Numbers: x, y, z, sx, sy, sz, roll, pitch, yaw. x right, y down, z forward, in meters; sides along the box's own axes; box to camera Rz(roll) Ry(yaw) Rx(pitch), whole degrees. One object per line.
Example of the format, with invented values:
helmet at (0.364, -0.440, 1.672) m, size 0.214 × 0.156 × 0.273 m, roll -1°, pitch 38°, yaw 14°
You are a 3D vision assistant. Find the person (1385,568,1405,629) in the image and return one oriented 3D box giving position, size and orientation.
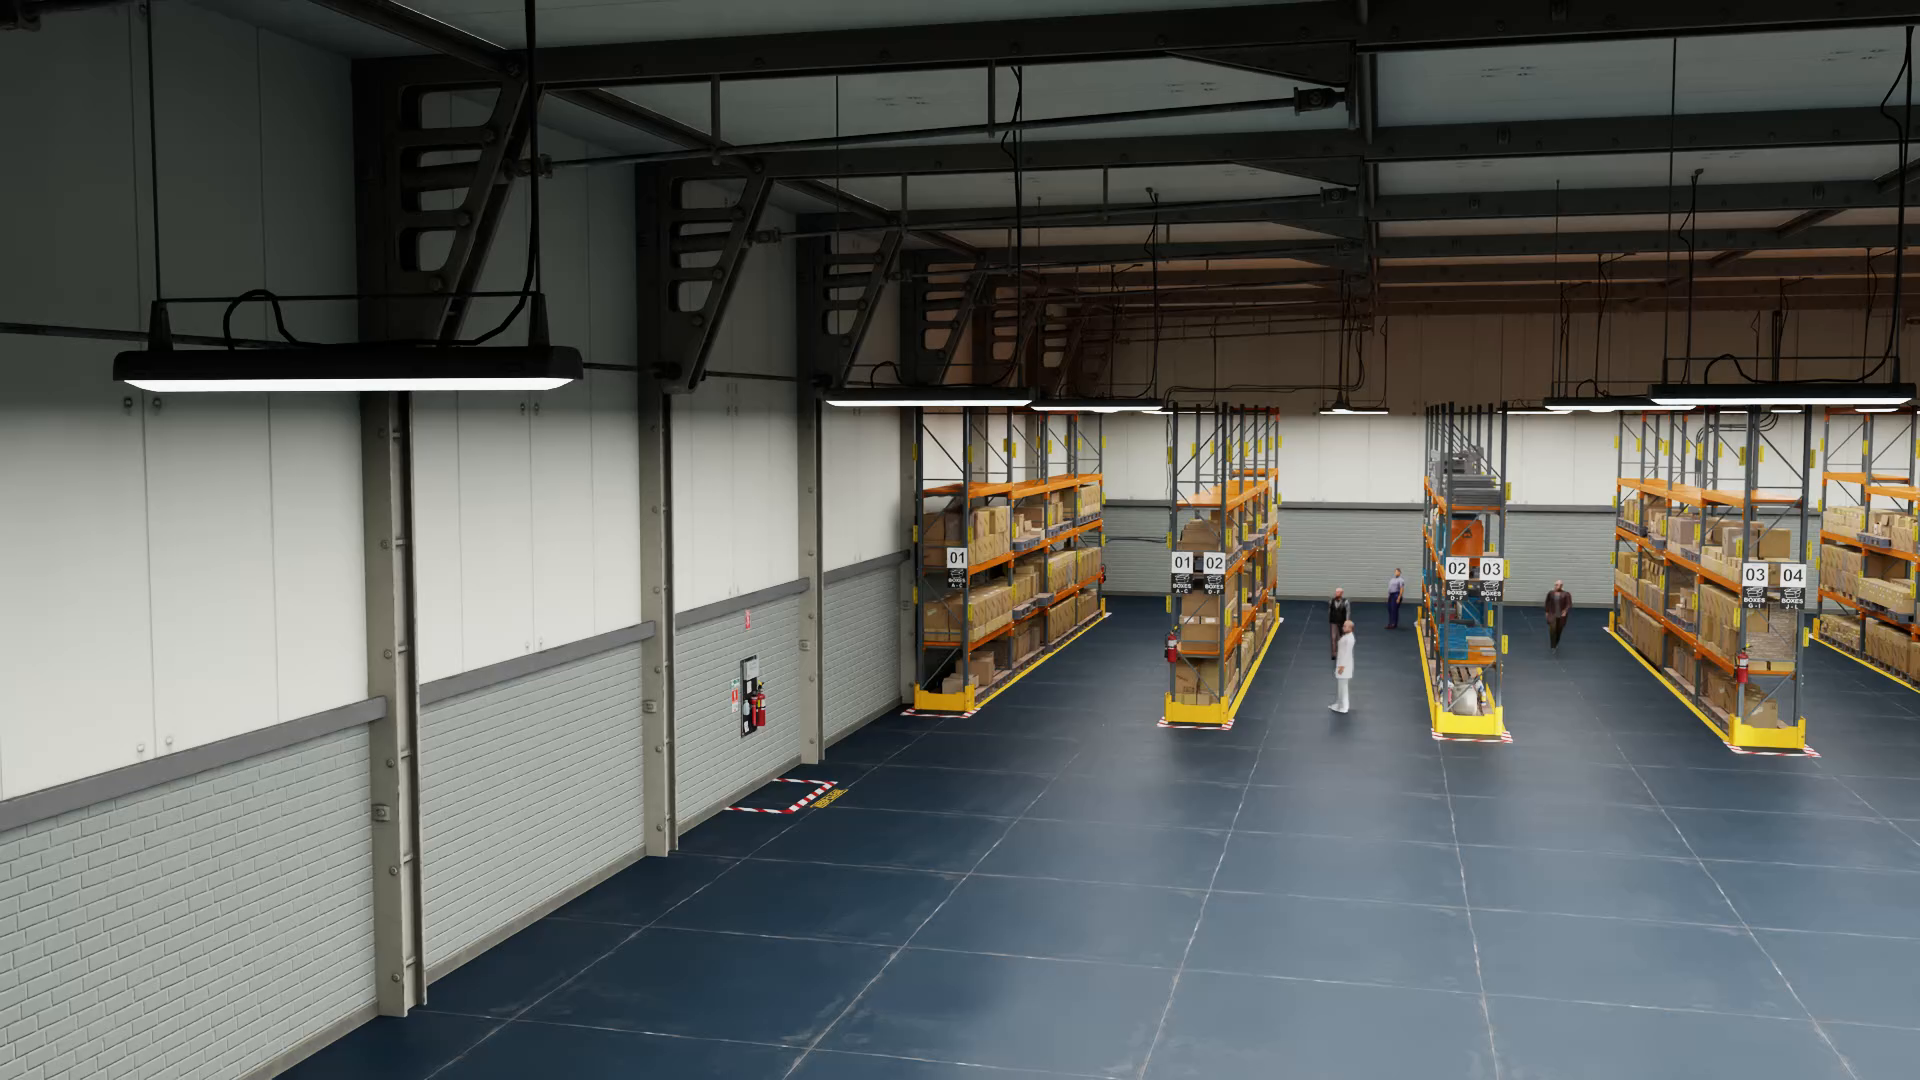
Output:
person at (11.757, 1.615, 45.106) m, size 0.493 × 1.713 × 0.562 m, roll -1°, pitch 4°, yaw -10°

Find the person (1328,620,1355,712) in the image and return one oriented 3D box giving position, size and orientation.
person at (7.408, 2.449, 32.329) m, size 0.551 × 1.786 × 0.597 m, roll 2°, pitch 5°, yaw 21°

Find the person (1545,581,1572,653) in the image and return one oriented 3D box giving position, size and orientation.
person at (14.642, 1.891, 40.683) m, size 0.578 × 1.813 × 0.936 m, roll 1°, pitch 4°, yaw 14°

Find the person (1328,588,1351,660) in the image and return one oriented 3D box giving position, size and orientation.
person at (8.965, 1.983, 39.311) m, size 0.523 × 1.682 × 1.009 m, roll 1°, pitch 4°, yaw 13°
